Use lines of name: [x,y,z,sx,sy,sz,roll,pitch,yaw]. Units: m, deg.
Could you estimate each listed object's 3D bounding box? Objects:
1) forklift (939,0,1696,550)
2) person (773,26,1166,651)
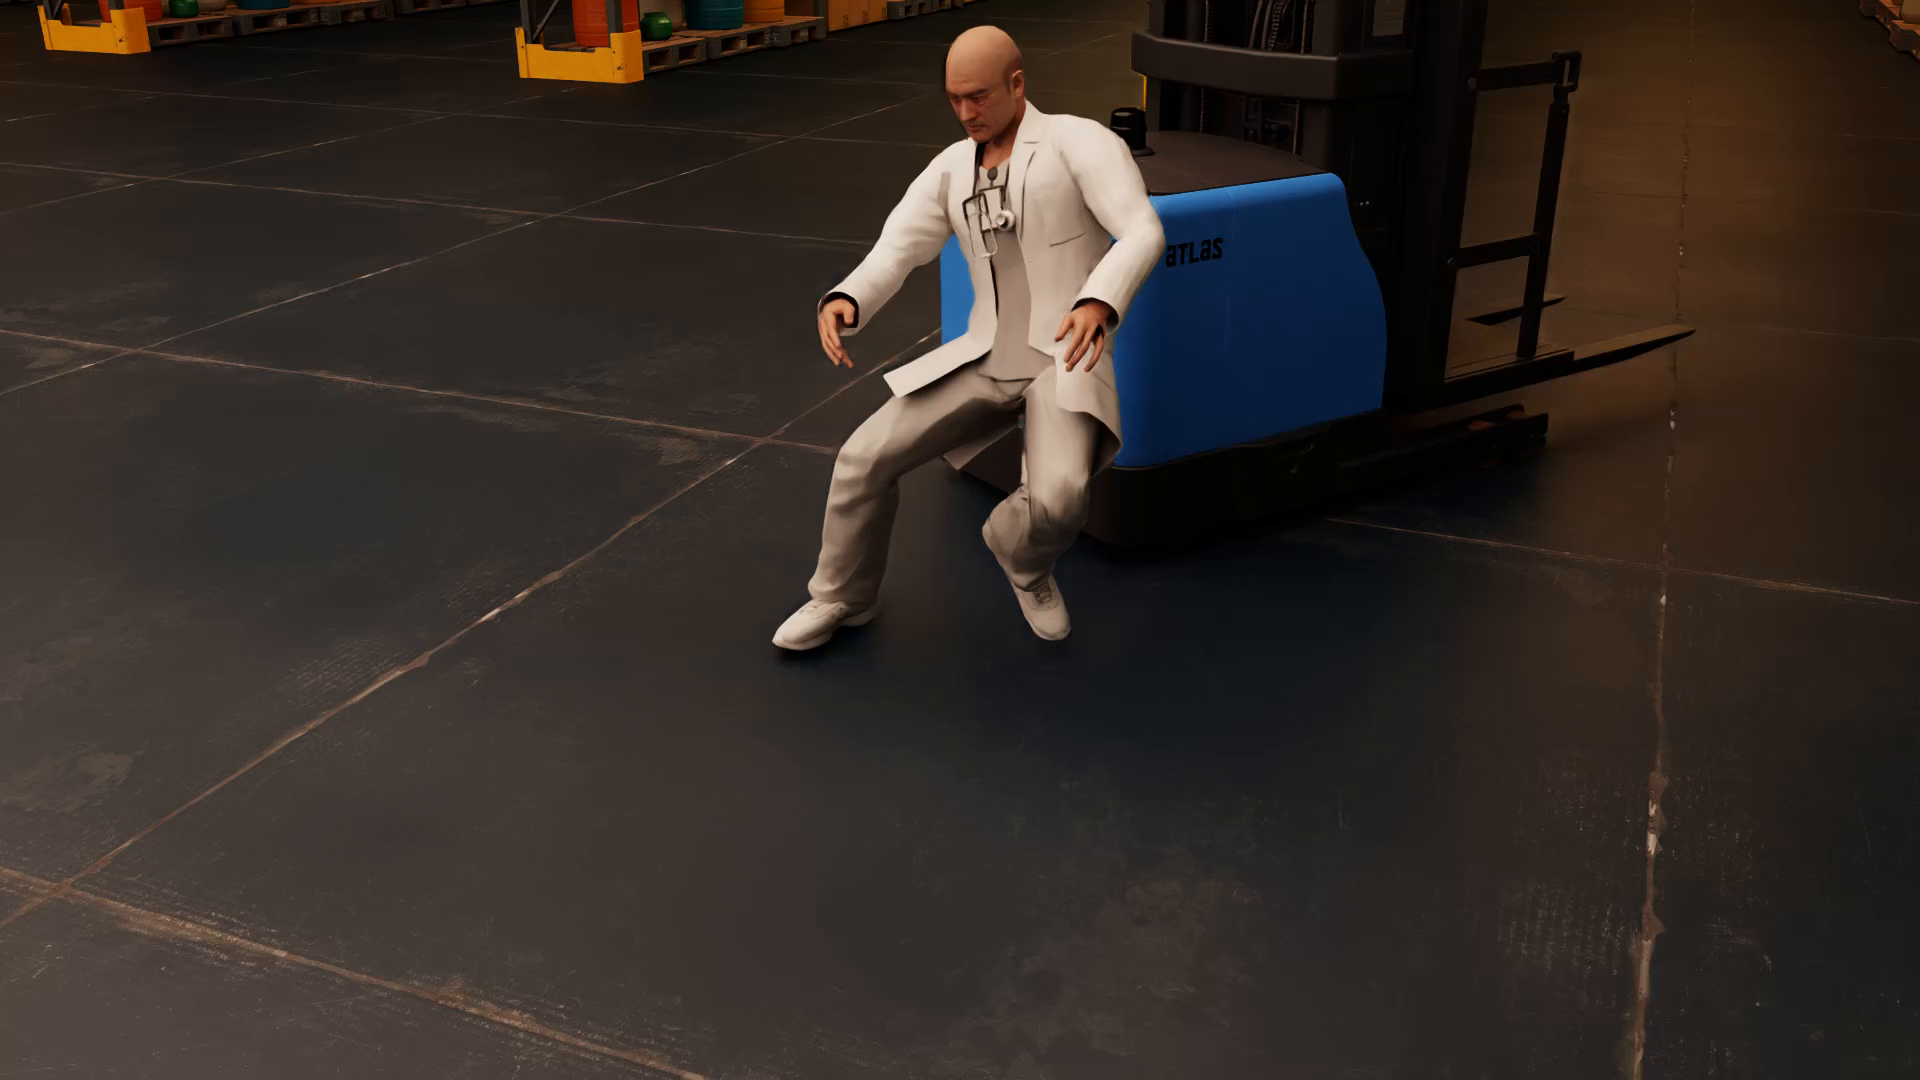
forklift: [1.429,-1.746,5.471,3.031,2.935,1.130,-15,27,-31]
person: [0.020,-0.425,4.074,0.886,1.566,0.773,15,27,32]
